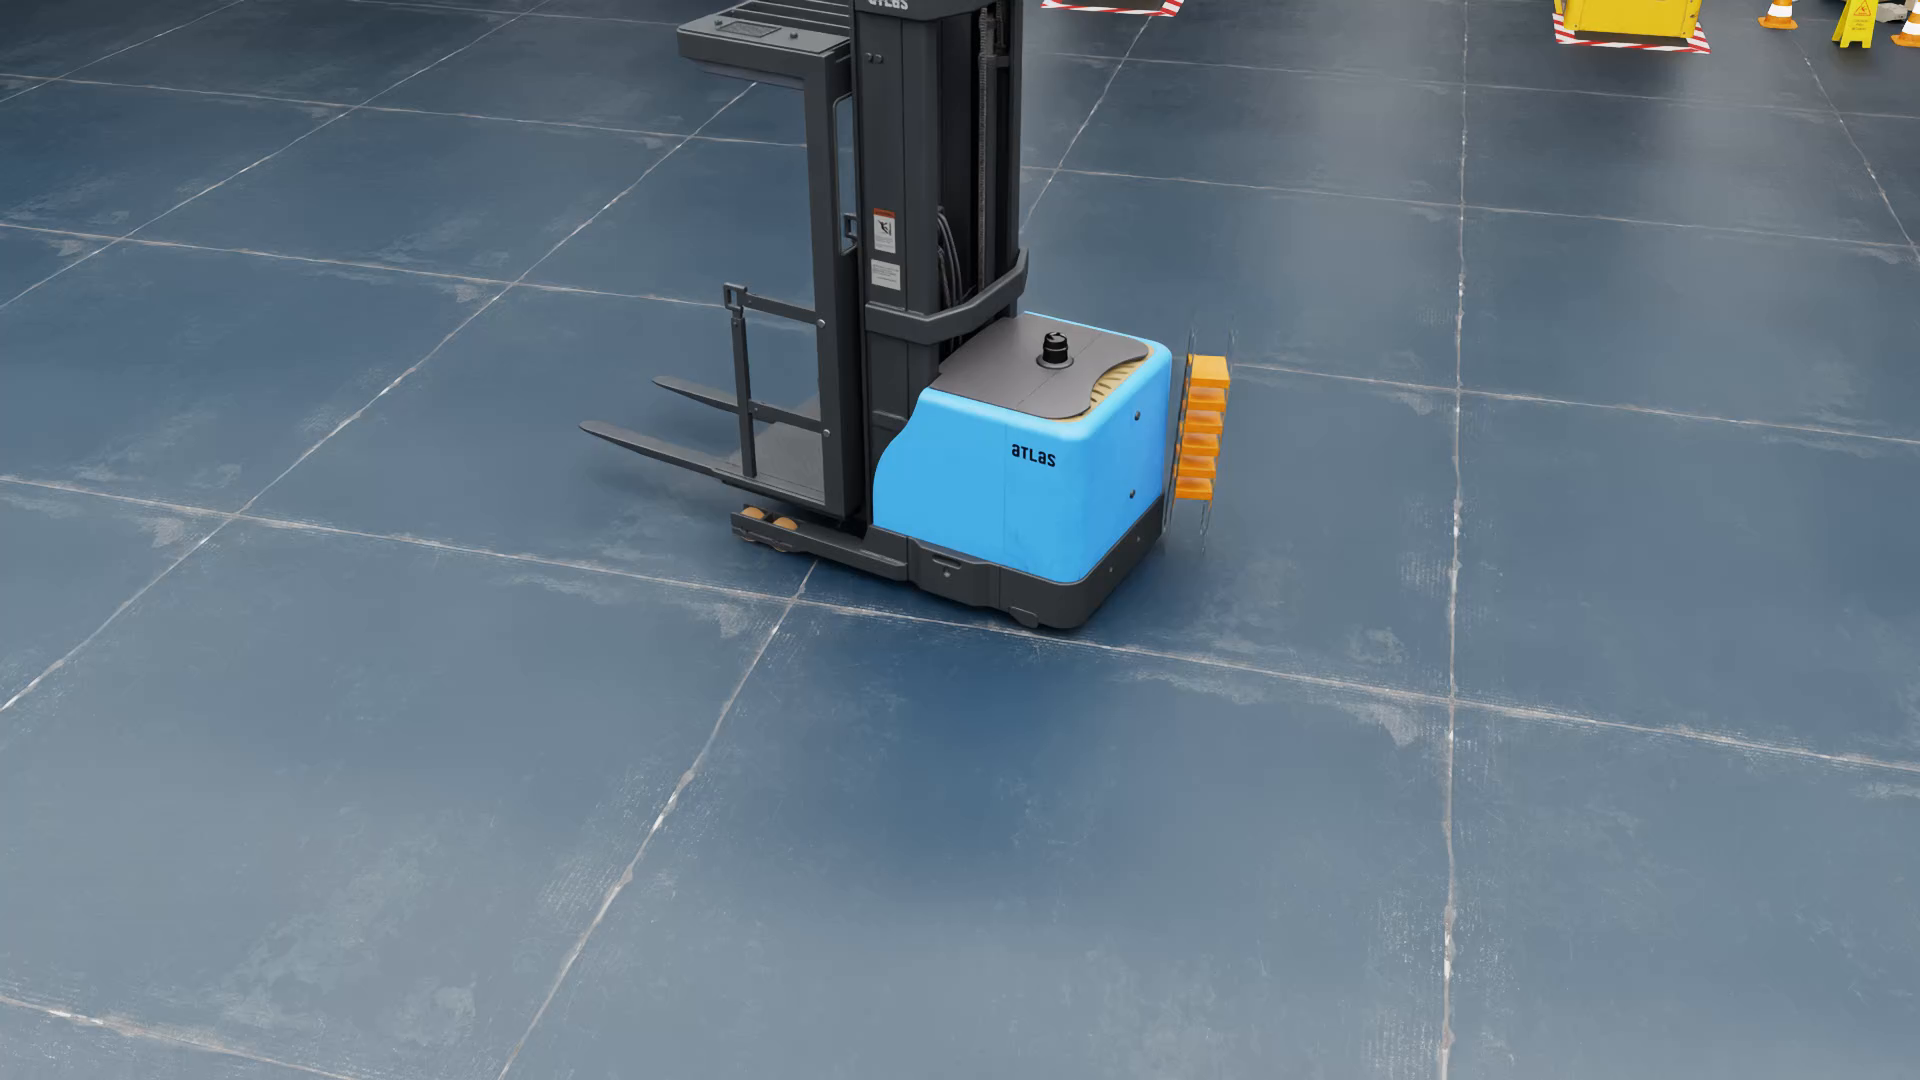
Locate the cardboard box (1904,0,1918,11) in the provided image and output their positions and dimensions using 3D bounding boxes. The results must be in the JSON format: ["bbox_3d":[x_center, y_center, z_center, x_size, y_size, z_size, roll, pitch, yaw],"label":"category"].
[{"bbox_3d":[9.606,-5.315,16.471,0.380,0.149,0.250,28,42,36],"label":"cardboard box"}]

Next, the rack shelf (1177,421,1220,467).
[{"bbox_3d":[1.134,-0.462,7.933,0.180,0.103,0.258,4,33,1],"label":"rack shelf"}]

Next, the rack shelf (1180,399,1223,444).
[{"bbox_3d":[1.140,-0.563,7.869,0.180,0.103,0.258,4,33,1],"label":"rack shelf"}]

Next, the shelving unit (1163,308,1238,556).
[{"bbox_3d":[1.136,-0.499,7.909,0.189,1.200,0.258,4,33,1],"label":"shelving unit"}]

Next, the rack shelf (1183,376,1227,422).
[{"bbox_3d":[1.145,-0.664,7.804,0.180,0.103,0.258,4,33,1],"label":"rack shelf"}]

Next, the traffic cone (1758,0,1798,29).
[{"bbox_3d":[7.922,-5.196,15.992,0.336,0.463,0.334,8,33,12],"label":"traffic cone"}]

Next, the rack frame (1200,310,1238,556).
[{"bbox_3d":[1.227,-0.493,7.908,0.006,1.200,0.240,4,33,1],"label":"rack frame"}]

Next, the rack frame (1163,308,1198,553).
[{"bbox_3d":[1.045,-0.506,7.911,0.006,1.200,0.240,4,33,1],"label":"rack frame"}]

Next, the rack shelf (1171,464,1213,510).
[{"bbox_3d":[1.122,-0.260,8.062,0.180,0.103,0.258,4,33,1],"label":"rack shelf"}]

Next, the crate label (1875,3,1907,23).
[{"bbox_3d":[9.068,-5.145,16.215,0.250,0.136,0.298,-8,33,-13],"label":"crate label"}]

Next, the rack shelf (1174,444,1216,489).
[{"bbox_3d":[1.128,-0.361,7.998,0.180,0.103,0.258,4,33,1],"label":"rack shelf"}]

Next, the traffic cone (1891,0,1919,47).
[{"bbox_3d":[8.928,-4.866,15.472,0.336,0.463,0.334,8,33,12],"label":"traffic cone"}]

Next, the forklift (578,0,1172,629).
[{"bbox_3d":[-0.542,-1.404,7.727,3.031,2.935,1.130,17,36,25],"label":"forklift"}]

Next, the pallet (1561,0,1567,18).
[{"bbox_3d":[6.541,-5.433,16.600,1.003,0.211,1.213,8,33,12],"label":"pallet"}]

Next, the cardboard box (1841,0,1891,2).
[{"bbox_3d":[9.224,-5.765,16.850,0.797,0.503,0.637,-14,35,-21],"label":"cardboard box"}]

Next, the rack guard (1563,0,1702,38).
[{"bbox_3d":[6.407,-5.117,15.833,1.175,0.500,0.348,8,33,12],"label":"rack guard"}]

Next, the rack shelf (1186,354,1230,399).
[{"bbox_3d":[1.151,-0.765,7.739,0.180,0.103,0.258,4,33,1],"label":"rack shelf"}]

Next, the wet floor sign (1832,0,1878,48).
[{"bbox_3d":[8.321,-4.906,15.366,0.267,0.644,0.232,3,33,4],"label":"wet floor sign"}]
